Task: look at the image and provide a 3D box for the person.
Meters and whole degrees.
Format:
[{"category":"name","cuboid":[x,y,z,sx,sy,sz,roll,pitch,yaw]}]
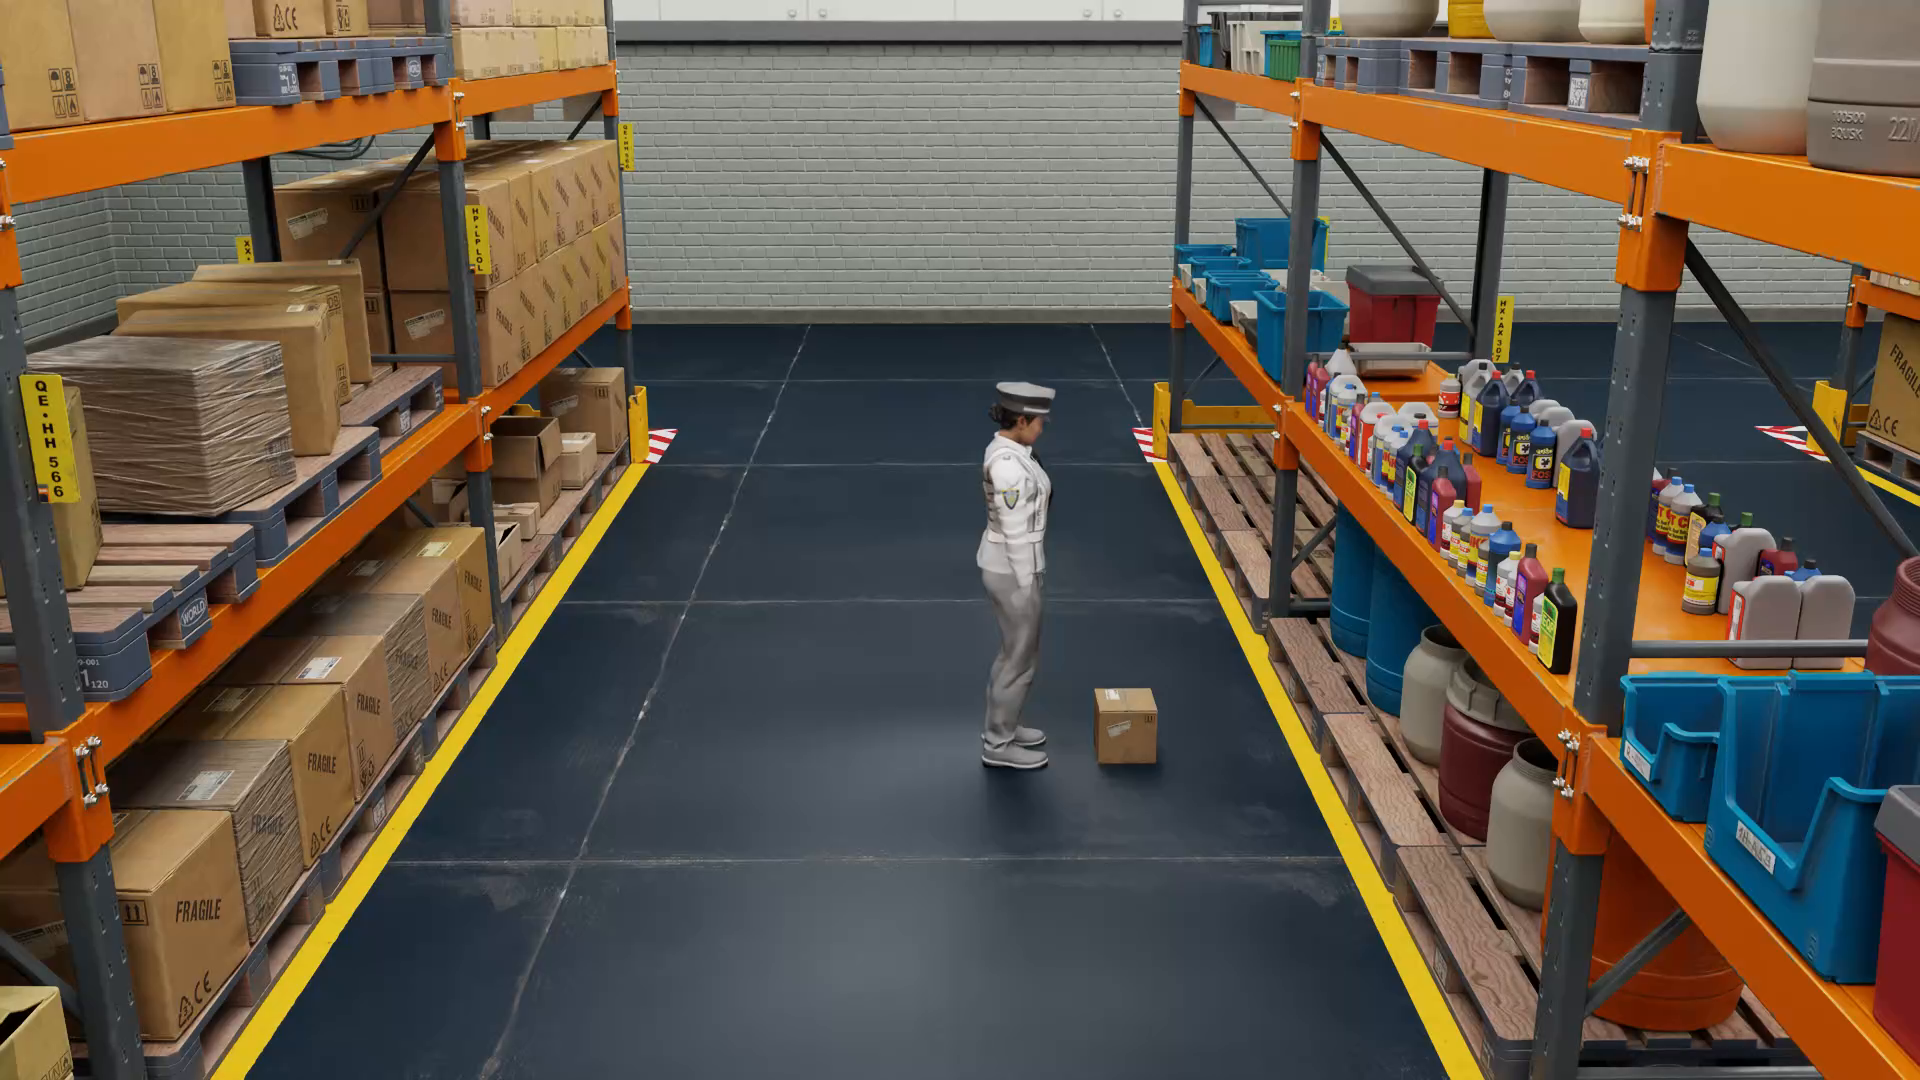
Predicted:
[{"category":"person","cuboid":[0.235,0.147,7.106,0.327,1.652,0.475,0,17,0]}]
